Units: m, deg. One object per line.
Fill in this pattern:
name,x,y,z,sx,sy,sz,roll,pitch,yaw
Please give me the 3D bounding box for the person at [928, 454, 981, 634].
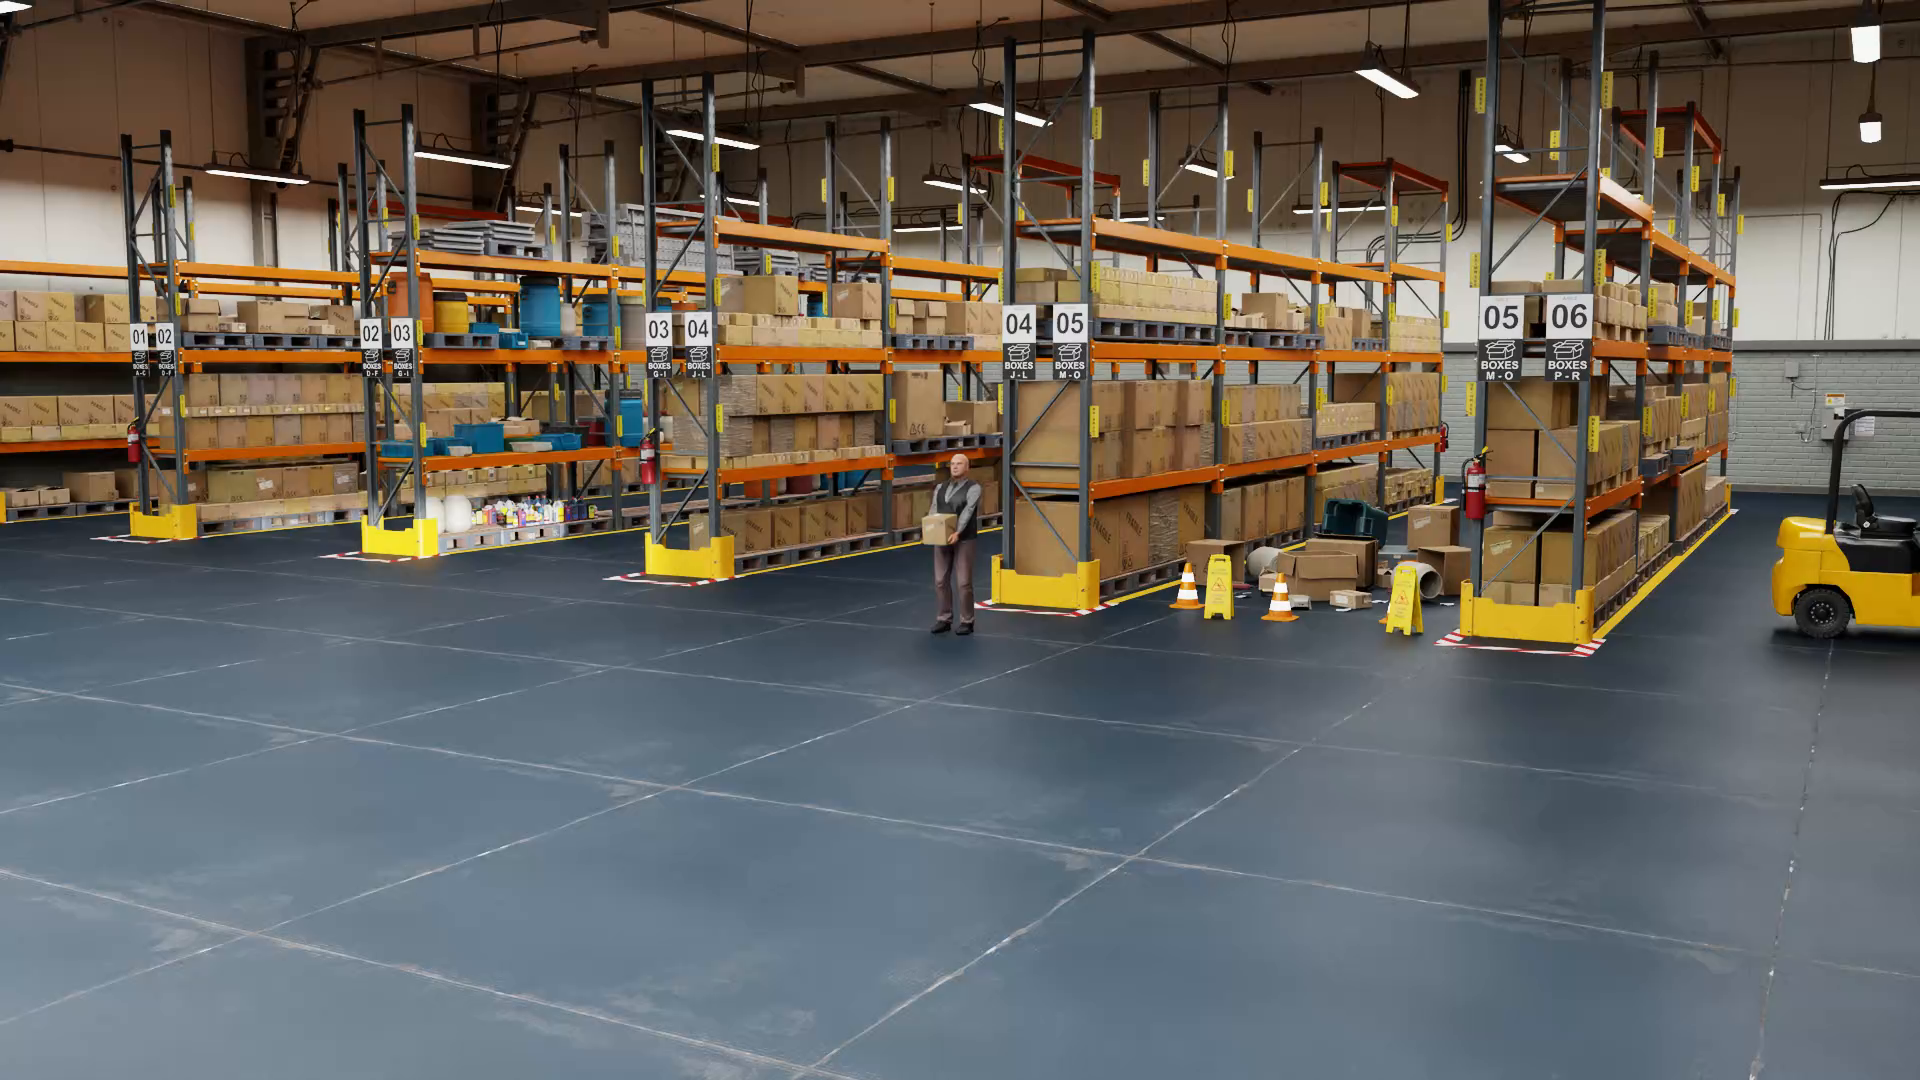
person,-0.077,0.042,15.875,0.494,1.714,0.546,3,7,30
